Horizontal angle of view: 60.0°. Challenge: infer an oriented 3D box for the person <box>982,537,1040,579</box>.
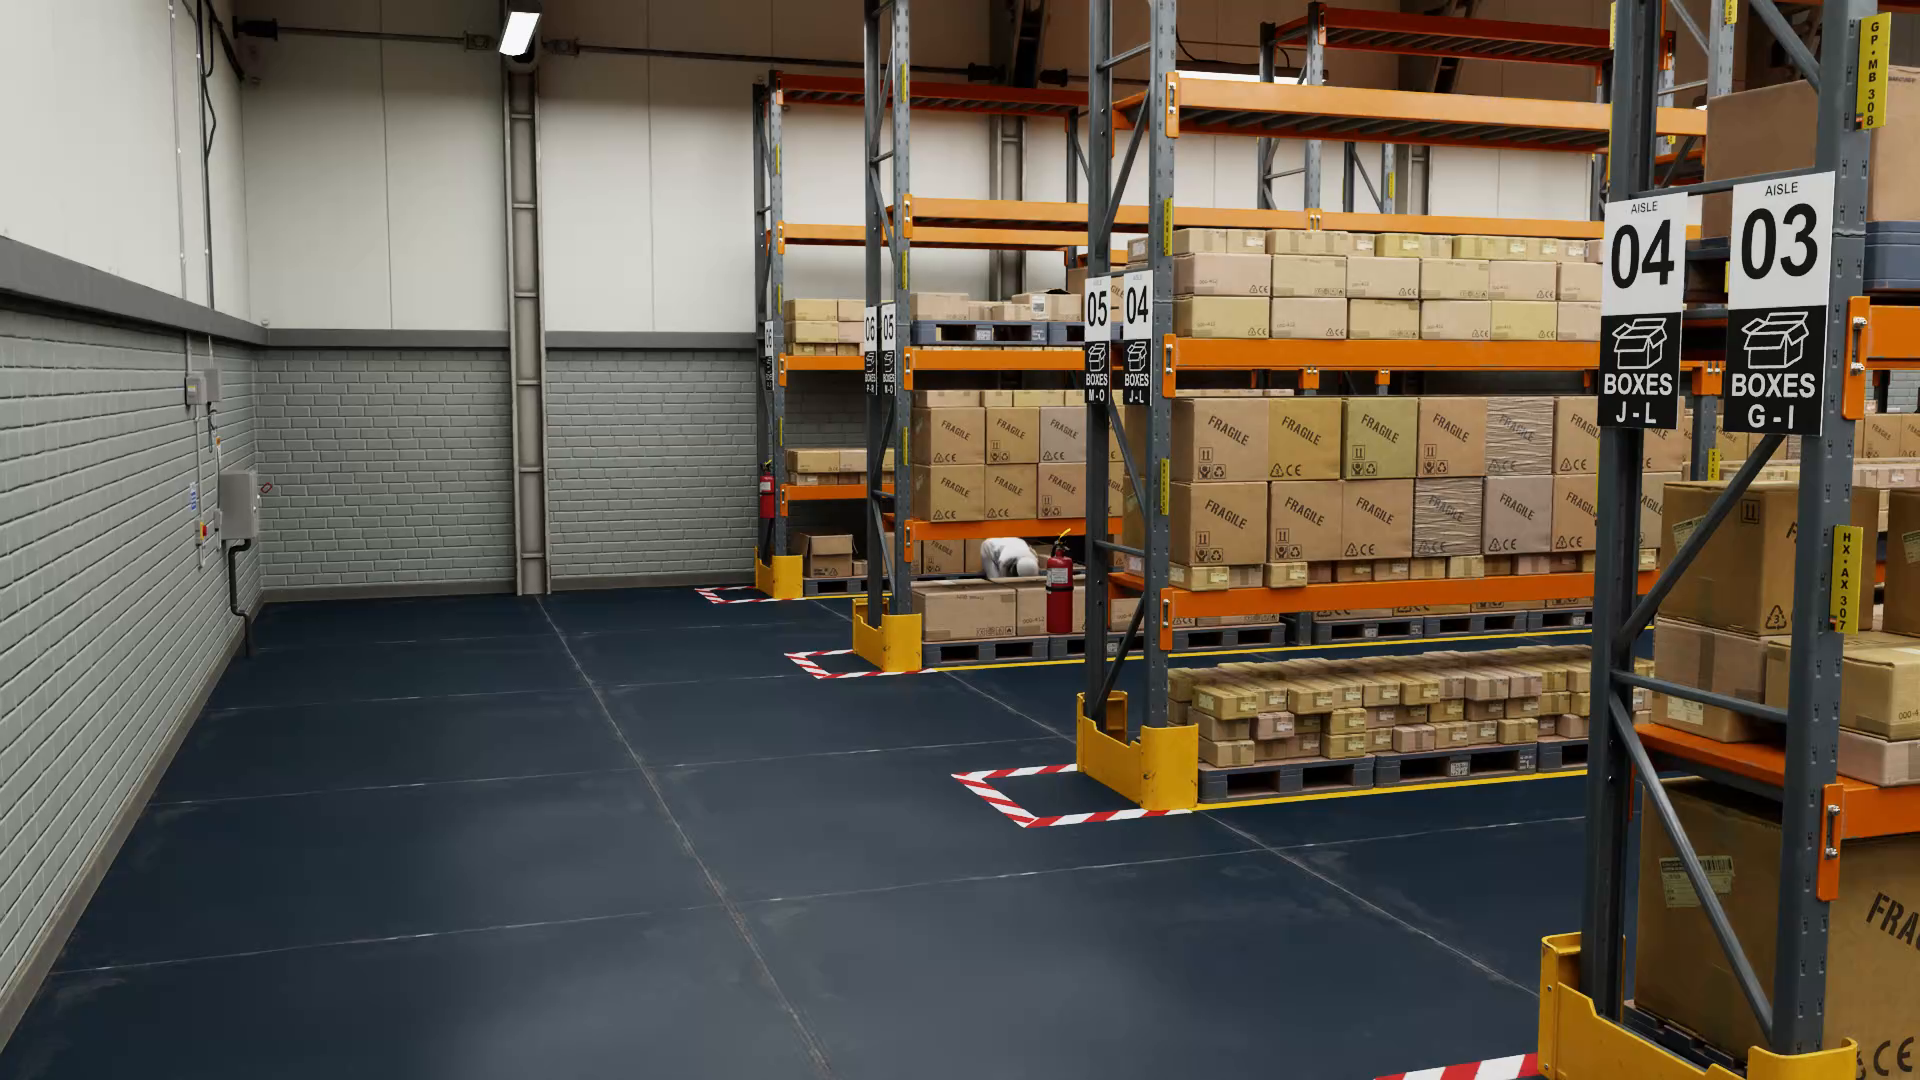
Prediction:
[{"bbox_3d":[0.571,0.351,17.354,0.496,1.041,1.005,-2,6,-21],"label":"person"}]
